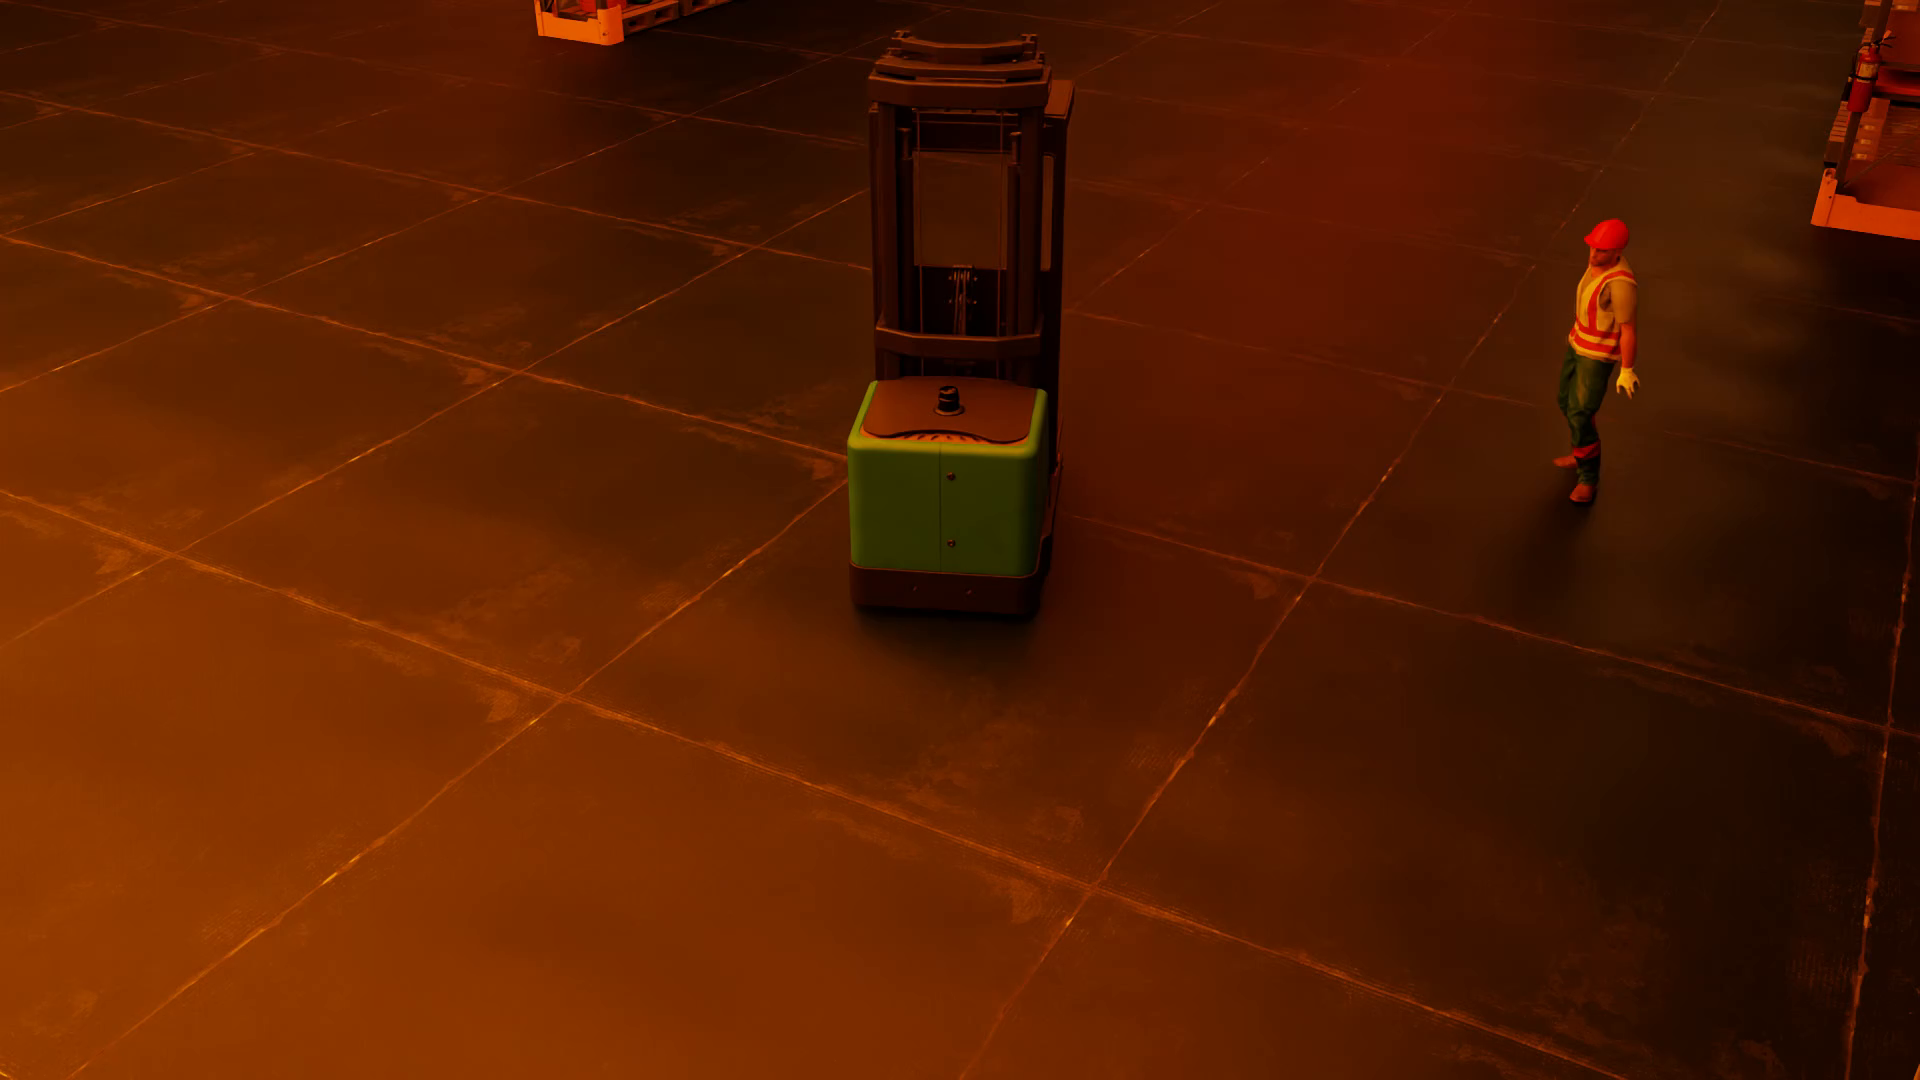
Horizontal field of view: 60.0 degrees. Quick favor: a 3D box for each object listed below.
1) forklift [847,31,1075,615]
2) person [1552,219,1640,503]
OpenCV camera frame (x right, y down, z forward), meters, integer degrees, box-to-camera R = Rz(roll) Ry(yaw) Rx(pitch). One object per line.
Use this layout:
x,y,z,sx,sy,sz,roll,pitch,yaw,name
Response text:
0.072,-1.572,9.794,1.130,2.935,3.031,3,30,6,forklift
3.937,-1.172,10.323,0.460,1.748,0.885,1,30,2,person
